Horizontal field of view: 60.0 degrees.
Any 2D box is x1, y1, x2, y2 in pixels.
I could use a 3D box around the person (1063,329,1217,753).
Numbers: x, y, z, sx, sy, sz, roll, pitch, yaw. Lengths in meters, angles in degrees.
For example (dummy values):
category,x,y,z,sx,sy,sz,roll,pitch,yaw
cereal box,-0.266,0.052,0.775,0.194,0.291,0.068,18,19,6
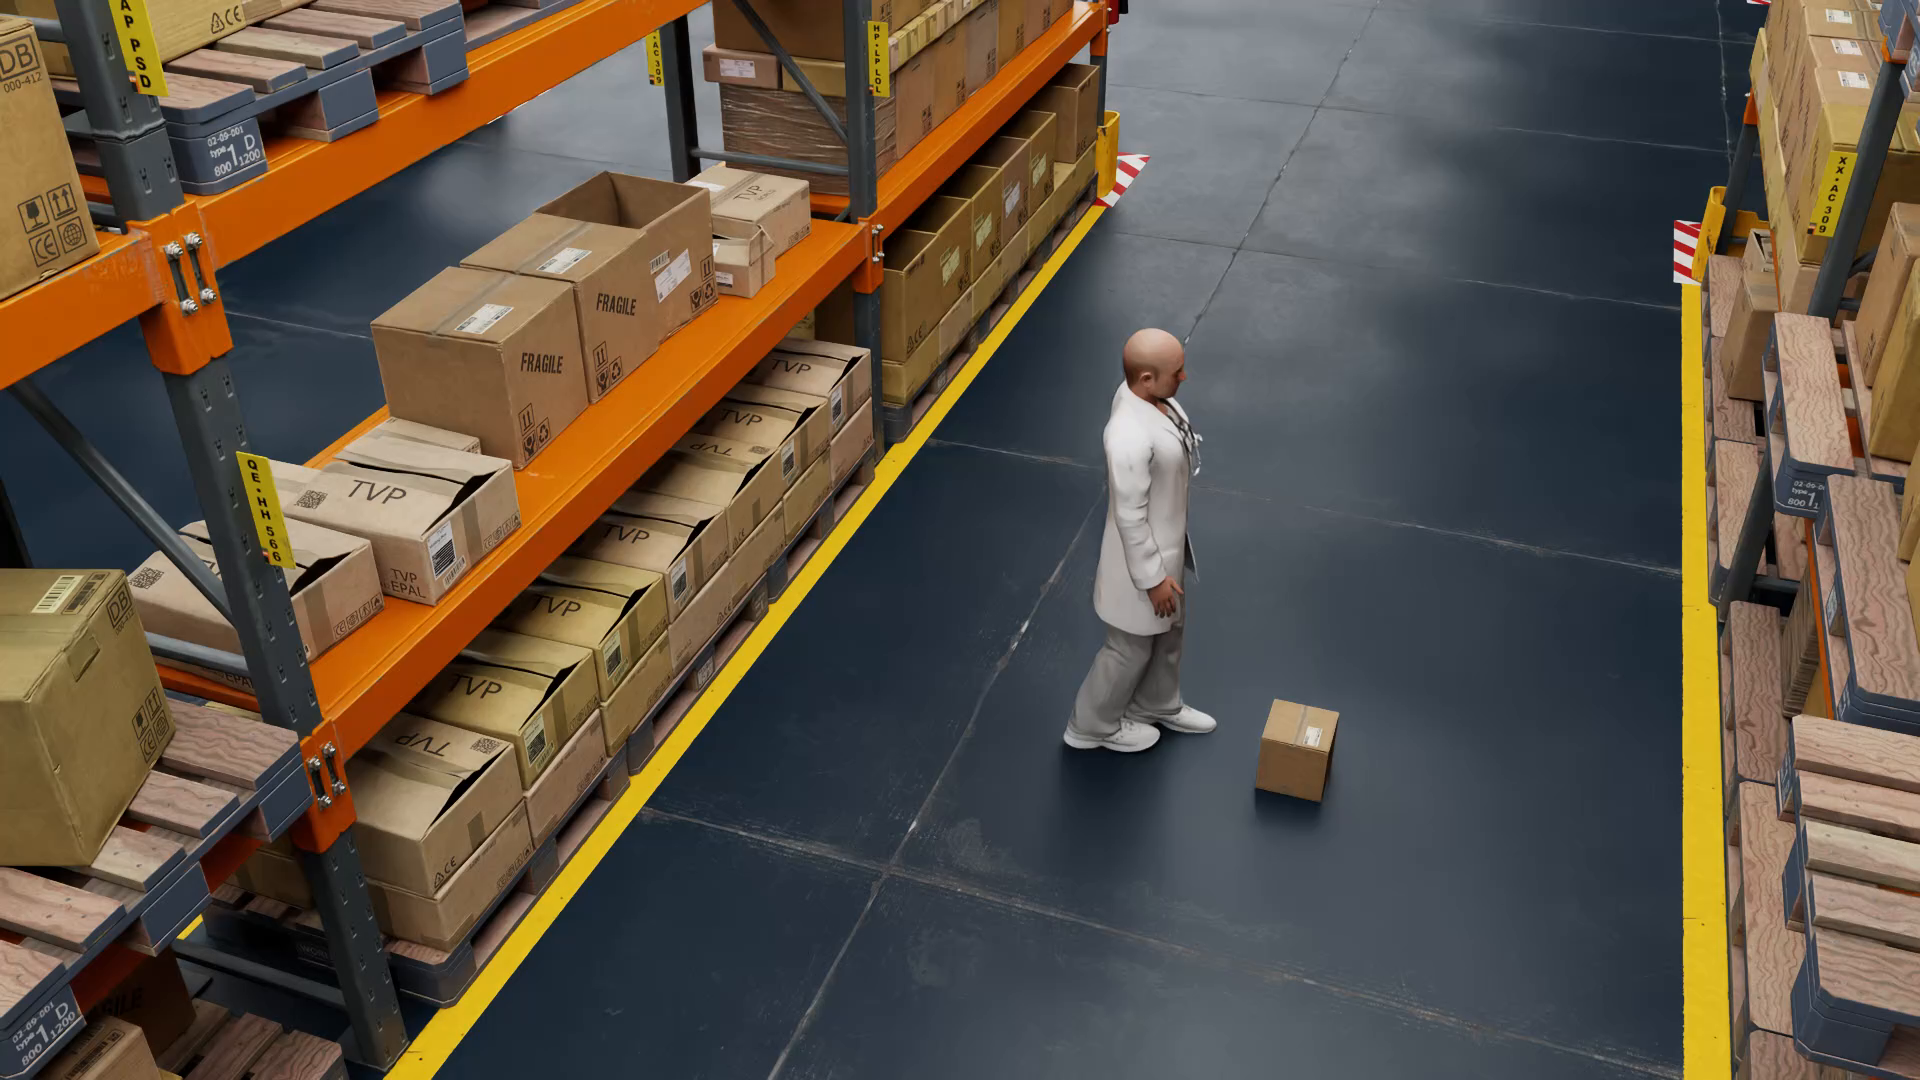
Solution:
category,x,y,z,sx,sy,sz,roll,pitch,yaw
person,0.709,0.045,6.084,0.586,1.799,0.594,6,33,9
